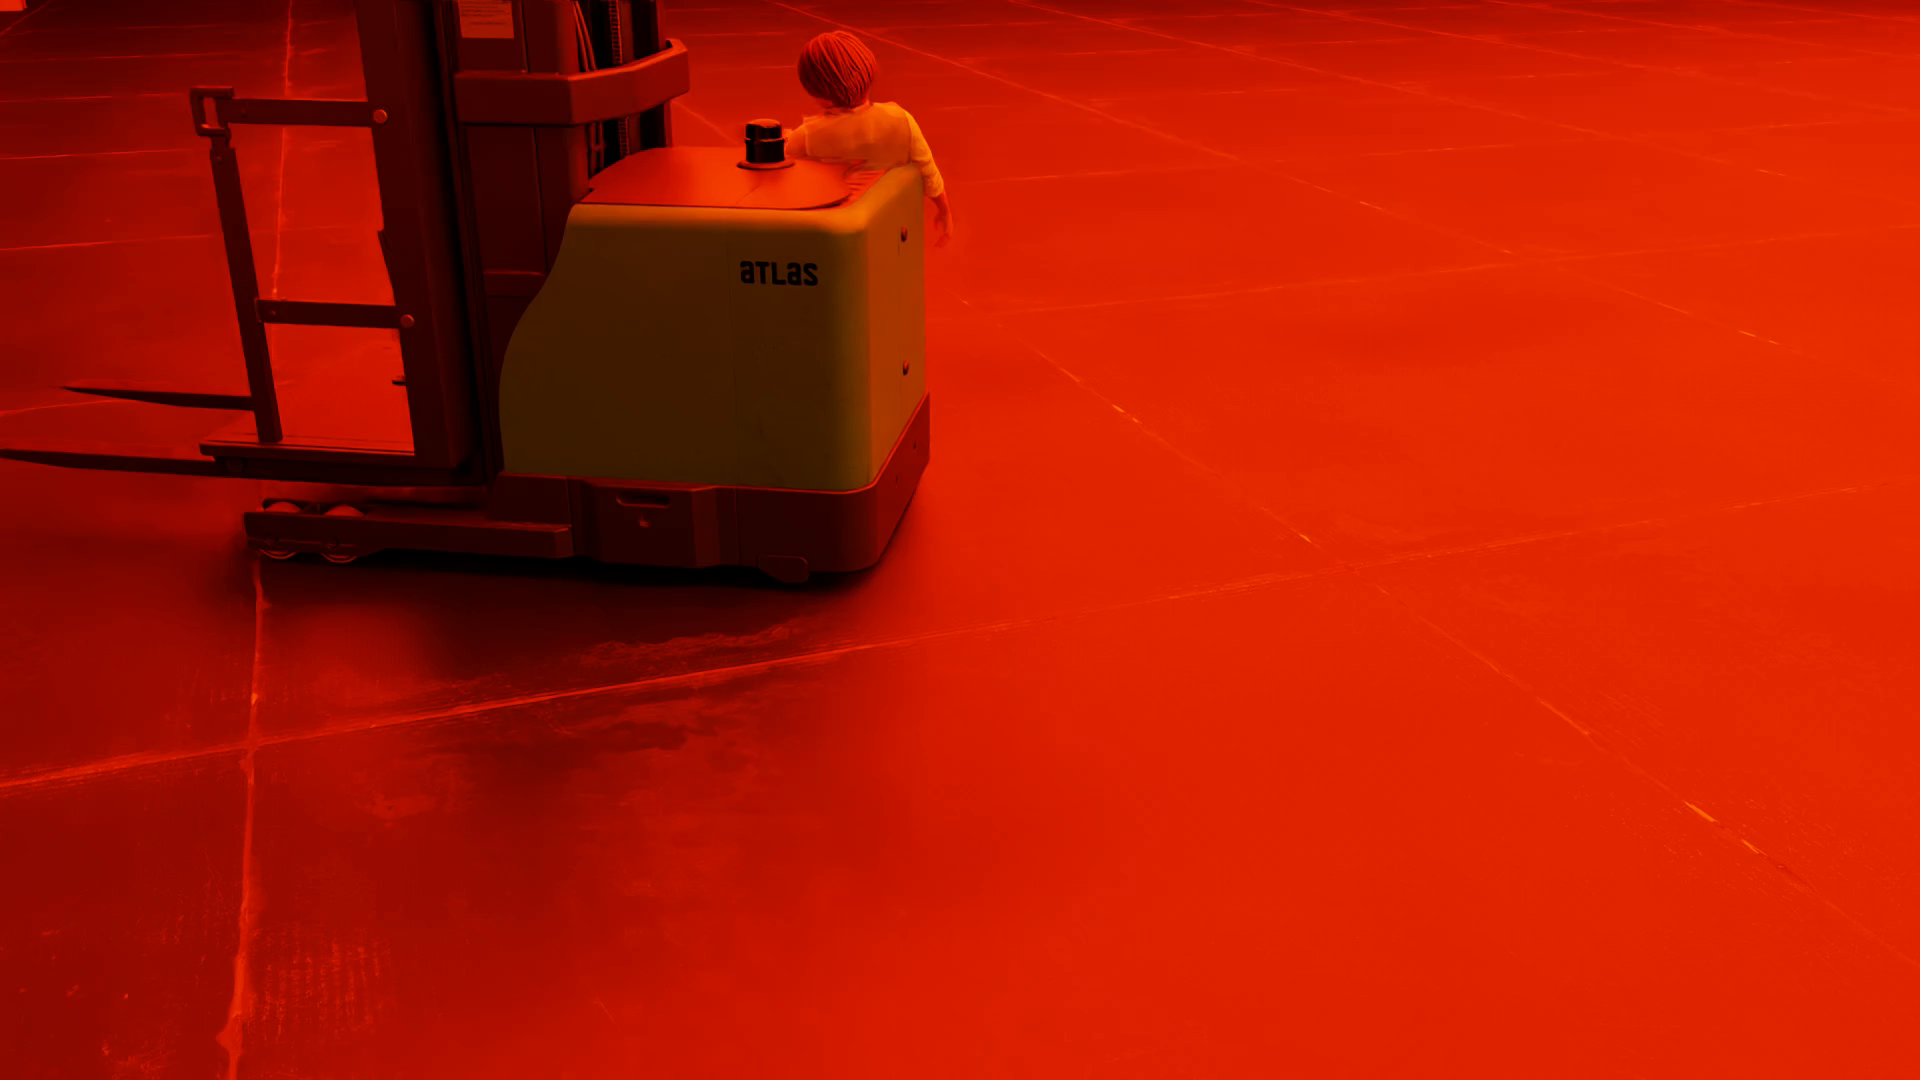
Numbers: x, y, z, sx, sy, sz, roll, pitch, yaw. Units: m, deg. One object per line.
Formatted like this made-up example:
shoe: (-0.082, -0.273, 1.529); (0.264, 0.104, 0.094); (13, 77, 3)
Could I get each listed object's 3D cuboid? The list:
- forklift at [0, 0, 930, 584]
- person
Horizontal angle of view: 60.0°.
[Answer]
forklift: (-1.663, -1.480, 4.818); (3.031, 2.935, 1.130); (4, 23, 8)
person: (-0.330, -0.884, 5.292); (0.752, 1.468, 0.774); (-17, 28, -34)
